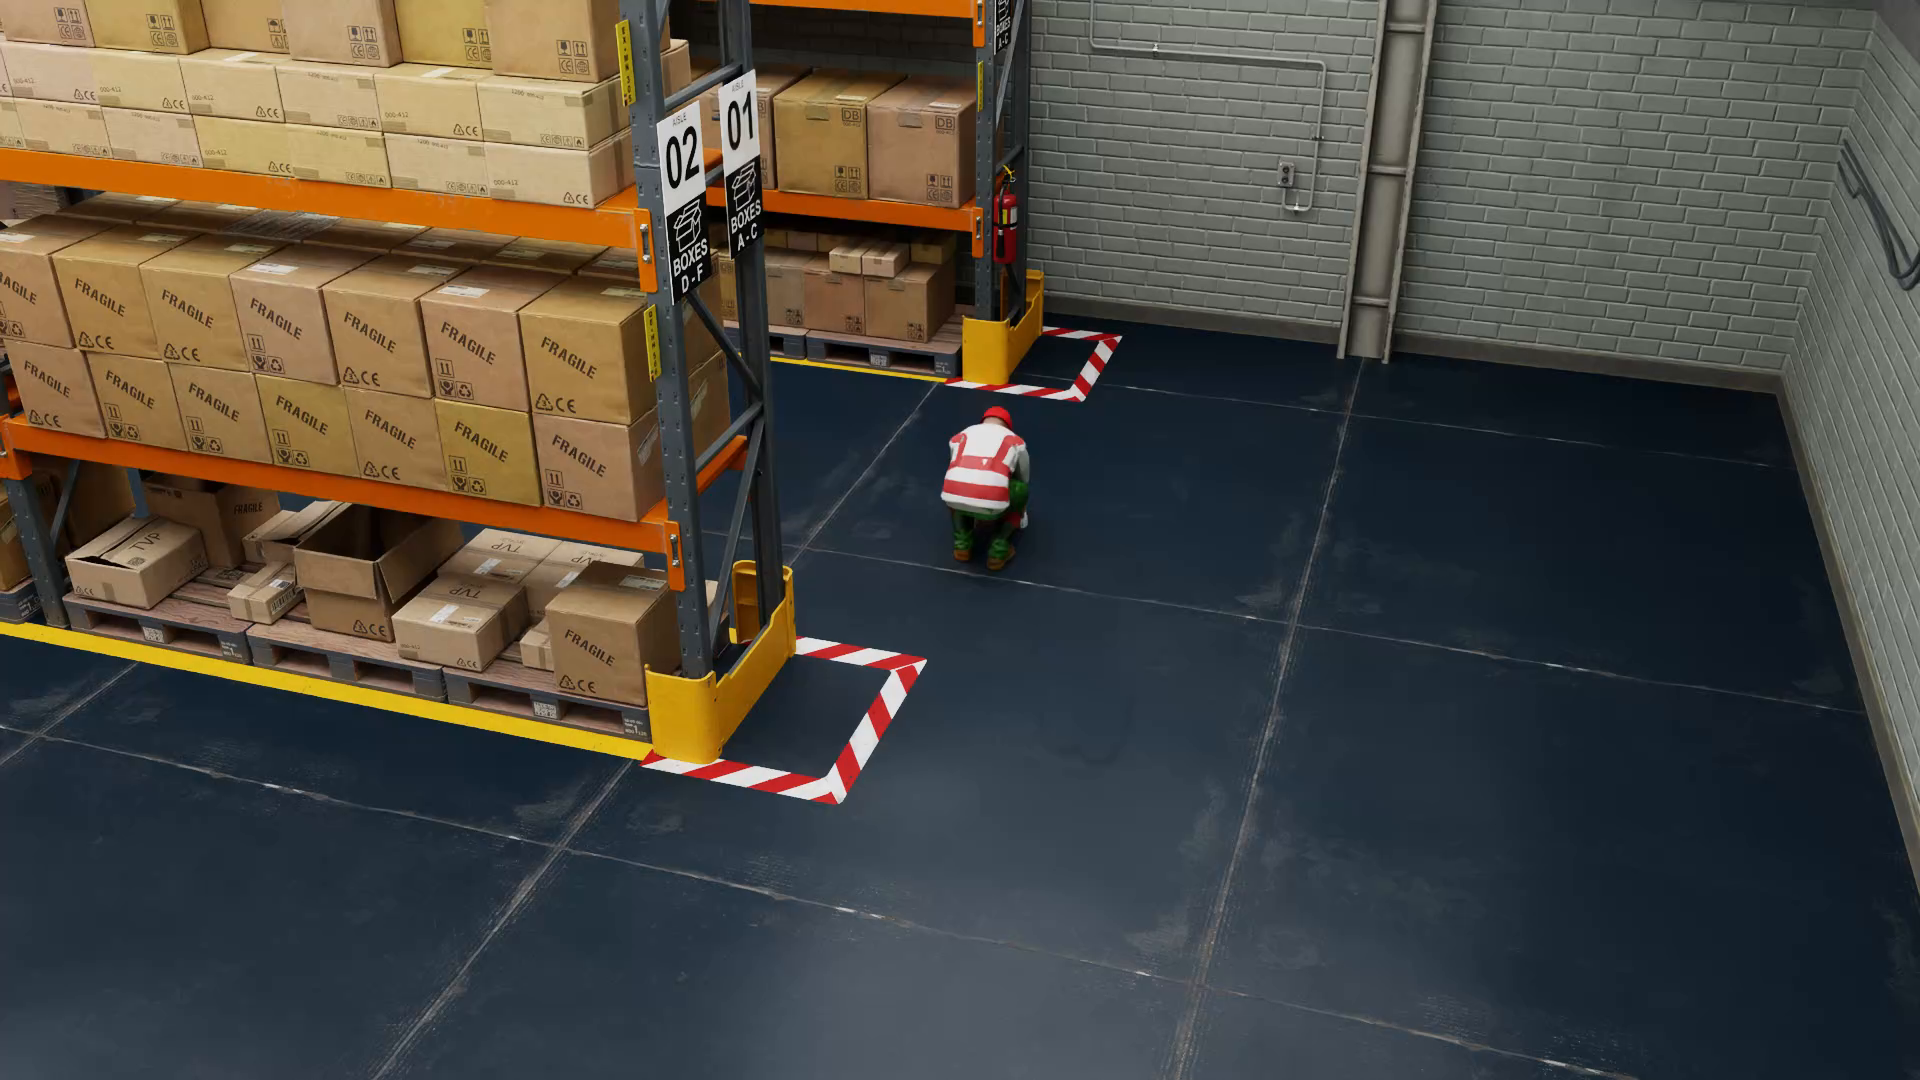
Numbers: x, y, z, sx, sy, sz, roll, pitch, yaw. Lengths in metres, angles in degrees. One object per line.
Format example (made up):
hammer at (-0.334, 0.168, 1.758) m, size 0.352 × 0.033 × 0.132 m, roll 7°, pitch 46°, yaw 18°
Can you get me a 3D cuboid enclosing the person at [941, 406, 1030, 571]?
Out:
person at (0.164, -0.295, 10.099) m, size 0.529 × 0.795 × 0.954 m, roll 8°, pitch 30°, yaw 14°
